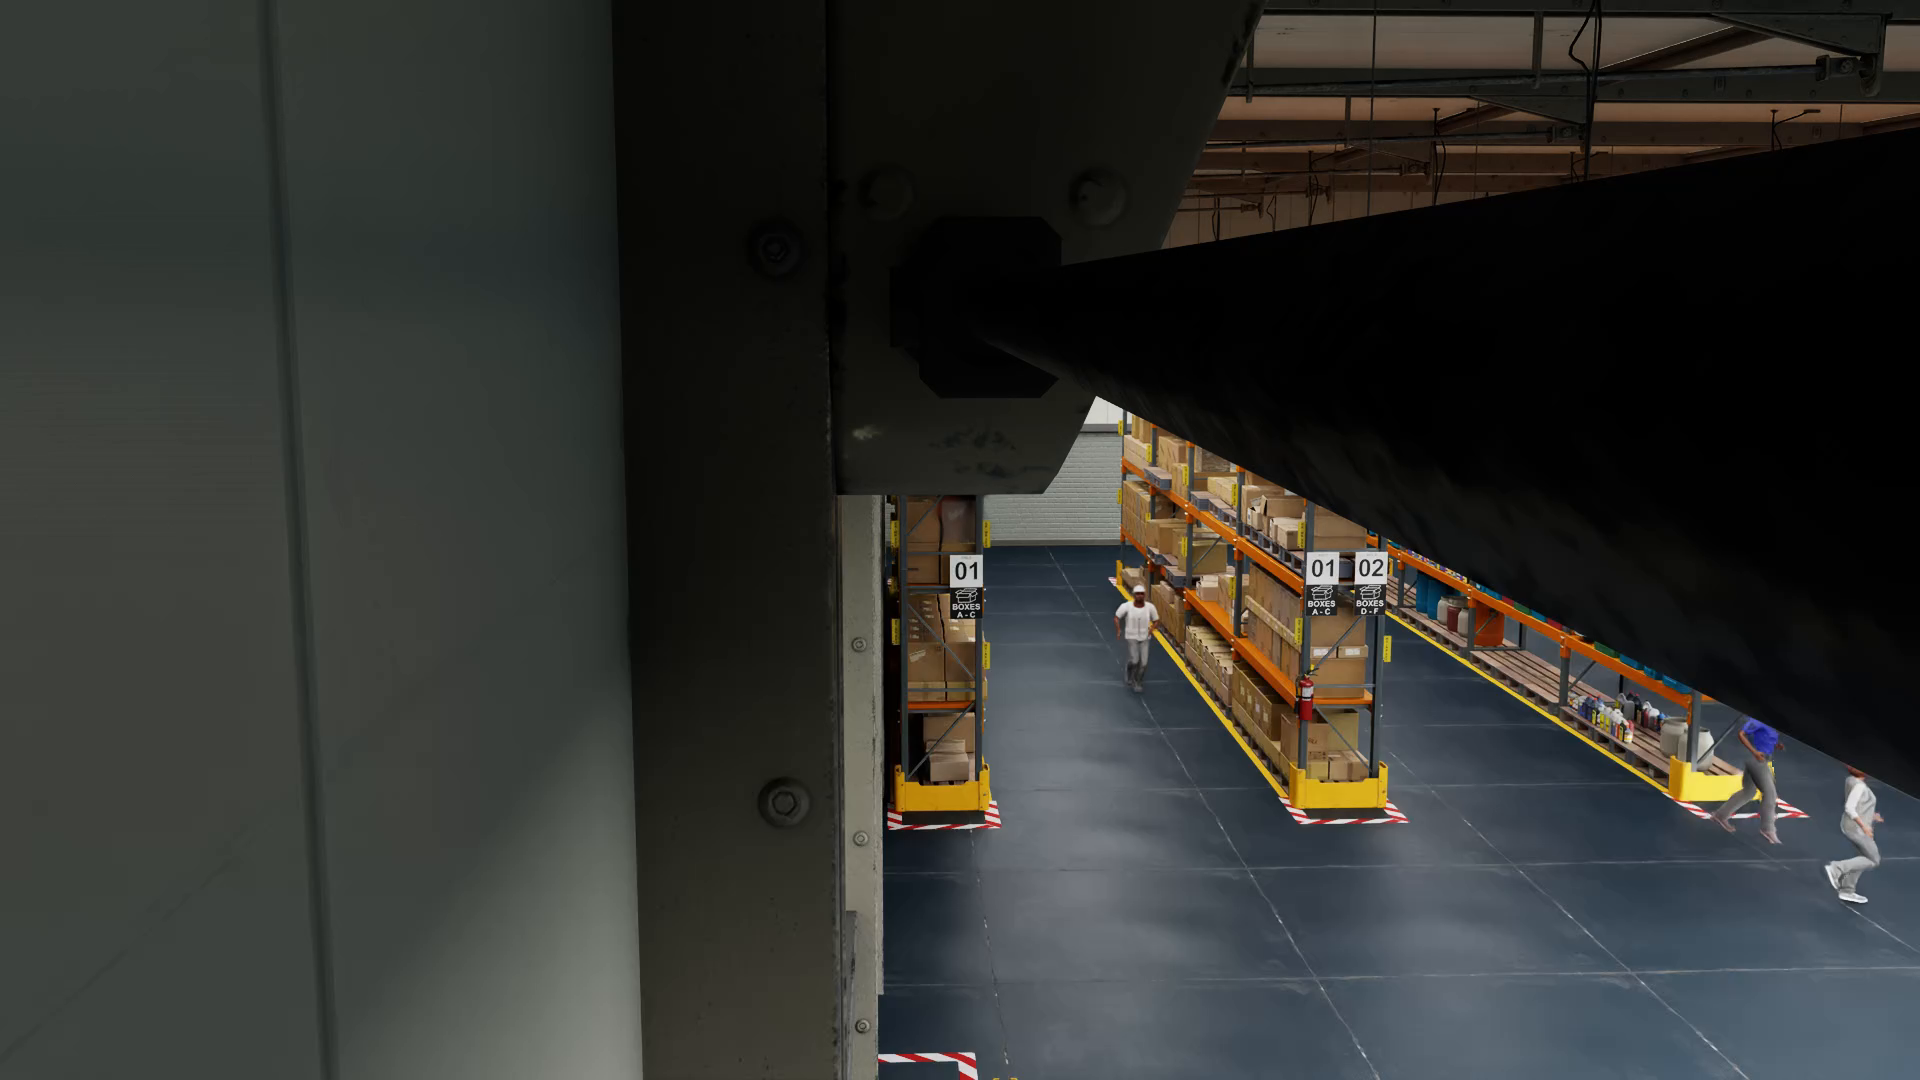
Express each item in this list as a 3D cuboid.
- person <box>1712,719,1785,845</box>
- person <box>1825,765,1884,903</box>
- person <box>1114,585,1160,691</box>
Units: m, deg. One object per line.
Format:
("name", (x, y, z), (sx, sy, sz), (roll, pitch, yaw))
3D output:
("person", (9.349, 2.673, 19.566), (0.772, 1.699, 0.595), (5, 10, 31))
("person", (9.357, 3.026, 17.374), (0.545, 1.555, 0.536), (3, 9, 17))
("person", (2.844, 1.577, 26.529), (0.706, 1.720, 0.575), (-1, 8, -5))
